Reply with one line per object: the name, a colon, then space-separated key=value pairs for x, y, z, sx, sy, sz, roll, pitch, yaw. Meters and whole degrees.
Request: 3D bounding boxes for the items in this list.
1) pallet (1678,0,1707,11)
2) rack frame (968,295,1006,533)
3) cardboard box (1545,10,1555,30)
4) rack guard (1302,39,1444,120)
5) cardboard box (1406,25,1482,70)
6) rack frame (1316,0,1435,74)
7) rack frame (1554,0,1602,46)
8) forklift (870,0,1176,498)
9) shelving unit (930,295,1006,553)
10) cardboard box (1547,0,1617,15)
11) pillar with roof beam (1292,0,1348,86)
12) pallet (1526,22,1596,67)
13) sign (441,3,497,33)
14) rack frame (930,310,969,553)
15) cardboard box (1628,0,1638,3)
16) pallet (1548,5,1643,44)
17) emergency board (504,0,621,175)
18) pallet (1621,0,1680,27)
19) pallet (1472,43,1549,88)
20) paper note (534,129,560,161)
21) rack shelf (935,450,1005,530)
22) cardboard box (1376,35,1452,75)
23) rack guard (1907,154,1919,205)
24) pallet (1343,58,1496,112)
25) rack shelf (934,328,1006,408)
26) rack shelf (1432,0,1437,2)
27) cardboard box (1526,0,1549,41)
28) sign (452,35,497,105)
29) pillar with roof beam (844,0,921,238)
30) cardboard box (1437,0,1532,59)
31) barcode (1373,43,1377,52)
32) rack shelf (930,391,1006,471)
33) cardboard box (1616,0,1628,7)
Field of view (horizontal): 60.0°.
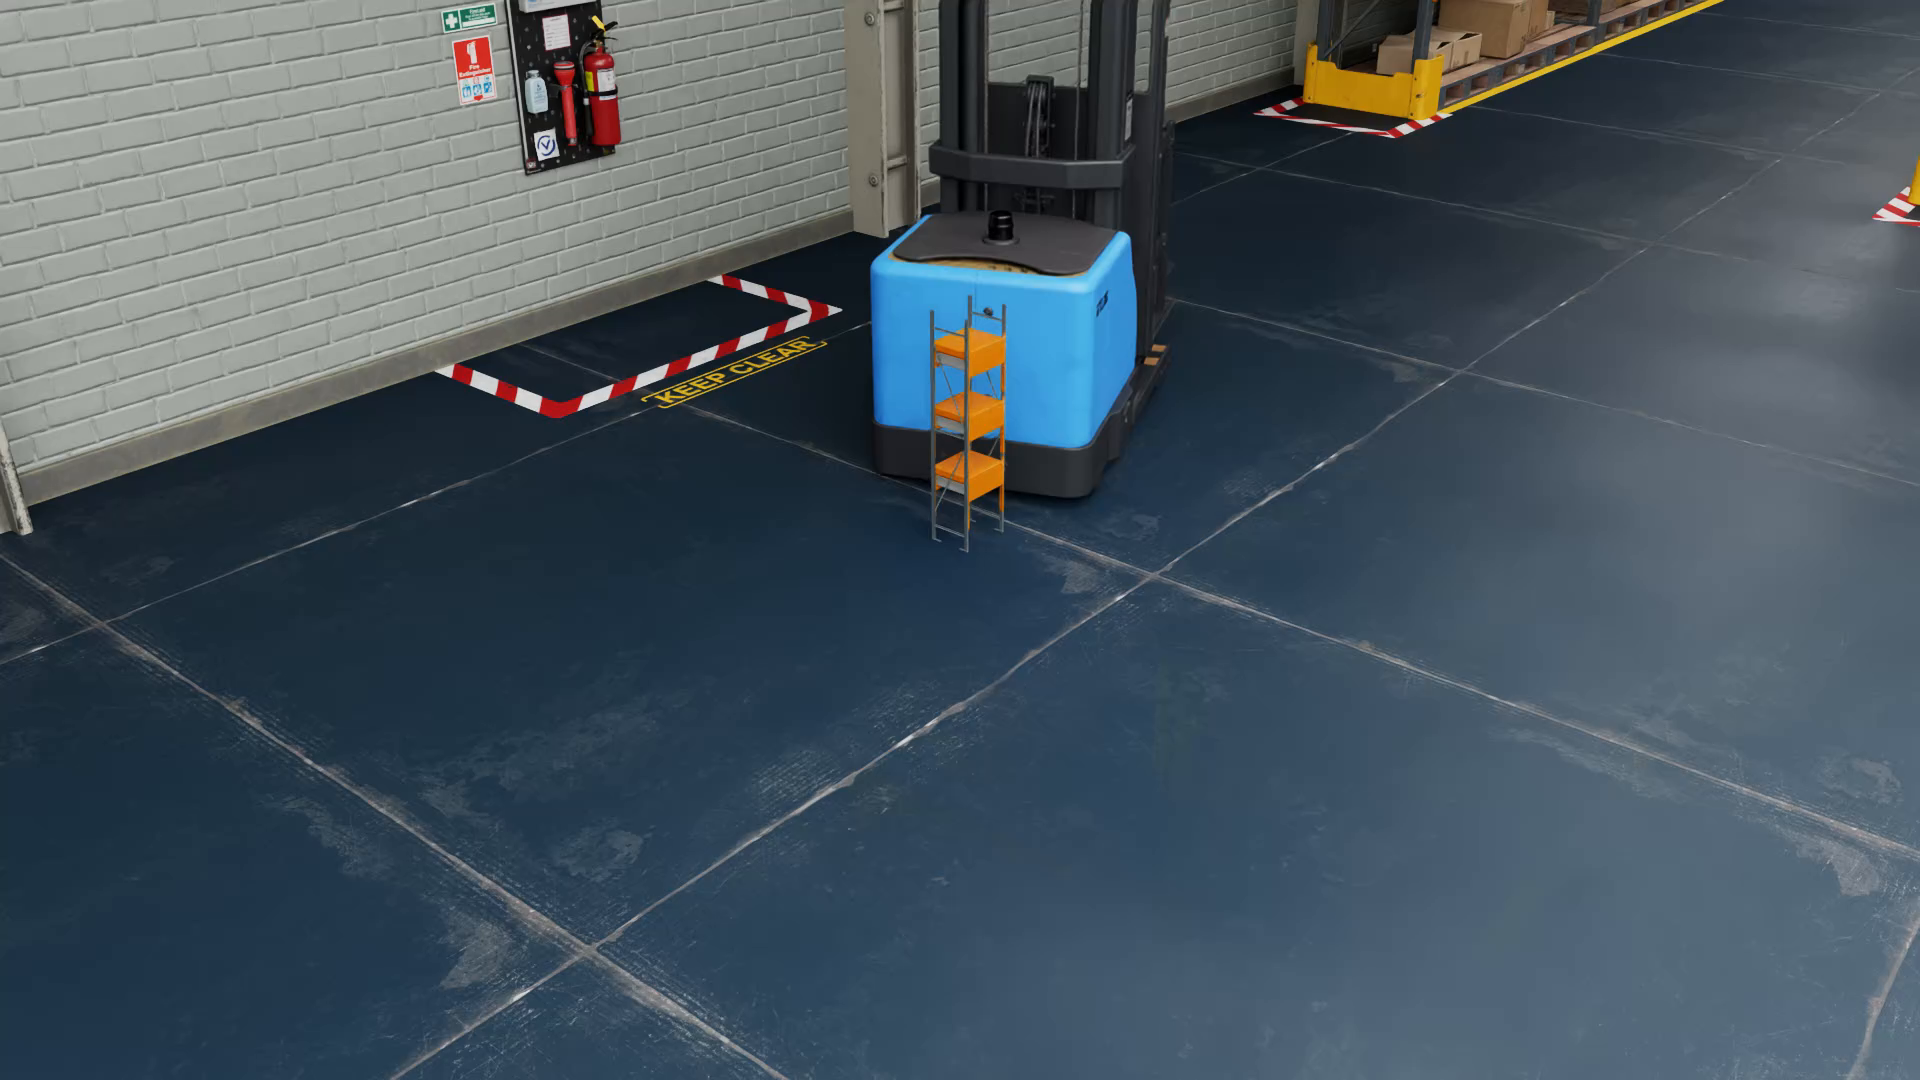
pallet: x=8.123 y=-6.421 z=19.432 sx=1.003 sy=0.211 sz=1.213 roll=21 pitch=34 yaw=34
rack frame: x=0.112 y=-0.529 z=7.129 sx=0.200 sy=1.050 sz=0.008 roll=21 pitch=34 yaw=34
cardboard box: x=5.760 y=-5.256 z=16.751 sx=0.380 sy=0.166 sz=0.250 roll=16 pitch=31 yaw=28
rack guard: x=3.581 y=-4.016 z=14.469 sx=1.175 sy=0.500 sz=0.348 roll=21 pitch=34 yaw=34
cardboard box: x=4.405 y=-4.522 z=15.174 sx=0.500 sy=0.311 sz=0.500 roll=24 pitch=36 yaw=38
rack frame: x=3.533 y=-5.100 z=13.843 sx=1.000 sy=3.000 sz=0.127 roll=21 pitch=34 yaw=34
rack frame: x=6.077 y=-6.518 z=16.584 sx=1.000 sy=3.000 sz=0.127 roll=21 pitch=34 yaw=34
forklift: x=0.510 y=-2.149 z=8.215 sx=1.130 sy=2.935 sz=3.031 roll=8 pitch=28 yaw=15
shelving unit: x=0.034 y=-0.485 z=7.045 sx=0.215 sy=1.050 sz=0.252 roll=21 pitch=34 yaw=34
cardboard box: x=6.533 y=-5.869 z=17.572 sx=0.700 sy=0.500 sz=0.500 roll=22 pitch=35 yaw=36
pillar with roof beam: x=6.633 y=-7.007 z=11.001 sx=9.100 sy=9.000 sz=0.400 roll=21 pitch=34 yaw=34
pallet: x=5.677 y=-5.031 z=16.745 sx=1.003 sy=0.211 sz=1.213 roll=21 pitch=34 yaw=34
sign: x=-2.528 y=-2.693 z=8.575 sx=0.001 sy=0.109 sz=0.331 roll=21 pitch=34 yaw=34
rack frame: x=-0.044 y=-0.442 z=6.962 sx=0.200 sy=1.050 sz=0.008 roll=21 pitch=34 yaw=34
cardboard box: x=7.178 y=-6.236 z=18.281 sx=0.700 sy=0.500 sz=0.500 roll=21 pitch=34 yaw=35
pallet: x=6.571 y=-5.556 z=17.760 sx=1.003 sy=0.211 sz=1.213 roll=21 pitch=34 yaw=34
emergency board: x=-2.107 y=-2.608 z=9.027 sx=0.194 sy=1.169 sz=0.643 roll=21 pitch=34 yaw=34
pallet: x=7.347 y=-5.990 z=18.599 sx=1.003 sy=0.211 sz=1.213 roll=21 pitch=34 yaw=34
pallet: x=4.902 y=-4.596 z=15.905 sx=1.003 sy=0.211 sz=1.213 roll=21 pitch=34 yaw=34
paper note: x=-2.273 y=-2.174 z=9.147 sx=0.016 sy=0.148 sz=0.142 roll=21 pitch=34 yaw=34
rack shelf: x=0.034 y=-0.229 z=7.178 sx=0.215 sy=0.259 sz=0.240 roll=21 pitch=34 yaw=34
cardboard box: x=4.043 y=-4.320 z=14.783 sx=0.500 sy=0.311 sz=0.500 roll=17 pitch=32 yaw=29
rack guard: x=7.343 y=-2.534 z=11.605 sx=1.175 sy=0.500 sz=0.348 roll=21 pitch=34 yaw=34
pallet: x=4.125 y=-4.166 z=15.073 sx=1.003 sy=0.211 sz=1.213 roll=21 pitch=34 yaw=34
rack shelf: x=0.034 y=-0.728 z=6.920 sx=0.215 sy=0.259 sz=0.240 roll=21 pitch=34 yaw=34
rack shelf: x=4.805 y=-5.489 z=15.379 sx=1.077 sy=0.370 sz=4.000 roll=21 pitch=34 yaw=34
cardboard box: x=5.448 y=-5.223 z=16.324 sx=0.500 sy=0.500 sz=0.500 roll=18 pitch=32 yaw=31
sign: x=-2.538 y=-2.458 z=8.698 sx=0.001 sy=0.329 sz=0.234 roll=21 pitch=34 yaw=34
pillar with roof beam: x=2.816 y=-4.880 z=6.889 sx=9.100 sy=9.000 sz=0.400 roll=21 pitch=34 yaw=34
cardboard box: x=4.910 y=-4.851 z=15.605 sx=0.700 sy=0.500 sz=0.500 roll=18 pitch=33 yaw=31
barcode: x=3.746 y=-4.447 z=15.019 sx=0.001 sy=0.075 sz=0.075 roll=21 pitch=34 yaw=34
rack shelf: x=0.034 y=-0.476 z=7.050 sx=0.215 sy=0.259 sz=0.240 roll=21 pitch=34 yaw=34
cardboard box: x=6.823 y=-6.067 z=17.954 sx=0.700 sy=0.500 sz=0.500 roll=20 pitch=33 yaw=33
